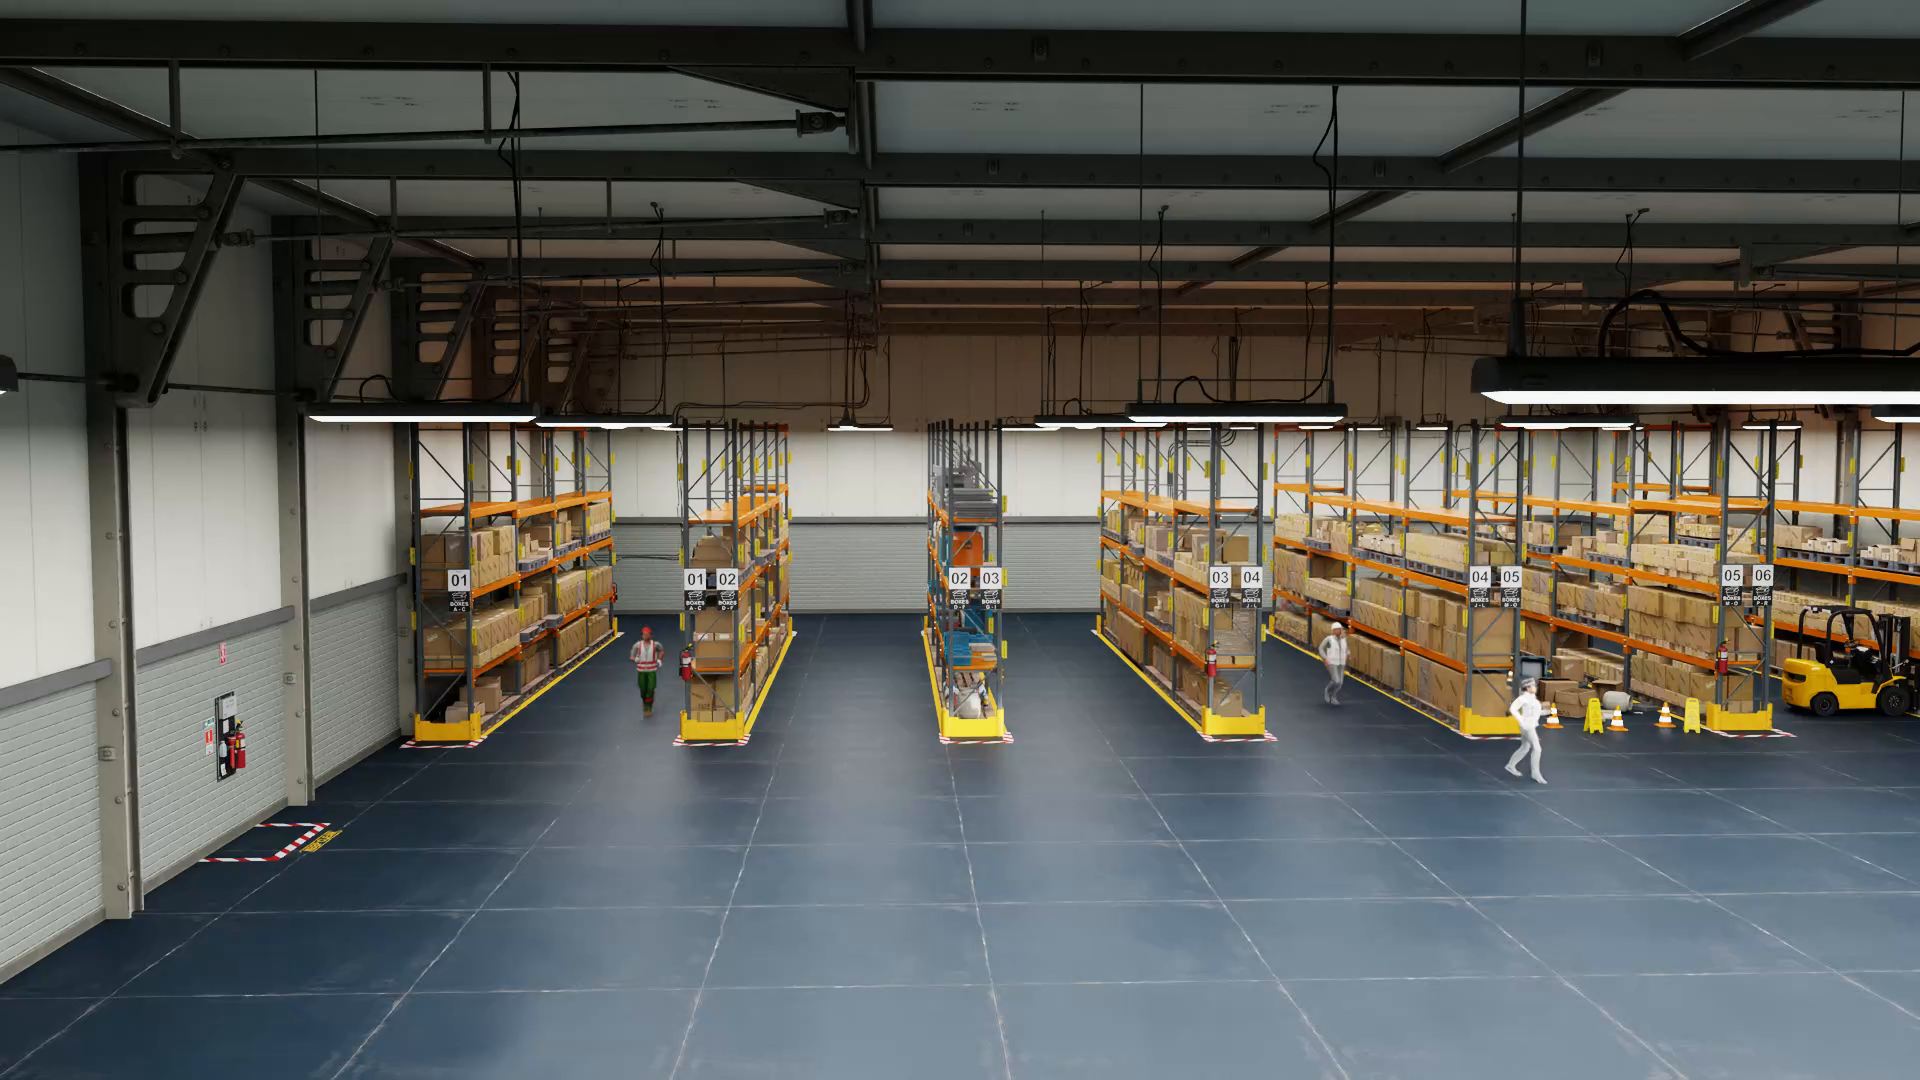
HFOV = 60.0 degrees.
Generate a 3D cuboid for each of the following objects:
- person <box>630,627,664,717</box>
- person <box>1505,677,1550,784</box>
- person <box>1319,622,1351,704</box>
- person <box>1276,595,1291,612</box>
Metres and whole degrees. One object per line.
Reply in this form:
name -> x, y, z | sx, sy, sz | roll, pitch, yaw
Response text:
person -> -6.317, 2.639, 33.550 | 0.658, 1.757, 1.023 | 0, 4, -8
person -> 9.351, 3.123, 27.425 | 0.728, 1.746, 0.602 | 2, 4, 34
person -> 7.963, 2.607, 35.045 | 0.670, 1.739, 0.564 | -1, 4, -20
person -> 9.603, 1.759, 49.018 | 0.550, 1.624, 0.617 | -1, 4, -15
